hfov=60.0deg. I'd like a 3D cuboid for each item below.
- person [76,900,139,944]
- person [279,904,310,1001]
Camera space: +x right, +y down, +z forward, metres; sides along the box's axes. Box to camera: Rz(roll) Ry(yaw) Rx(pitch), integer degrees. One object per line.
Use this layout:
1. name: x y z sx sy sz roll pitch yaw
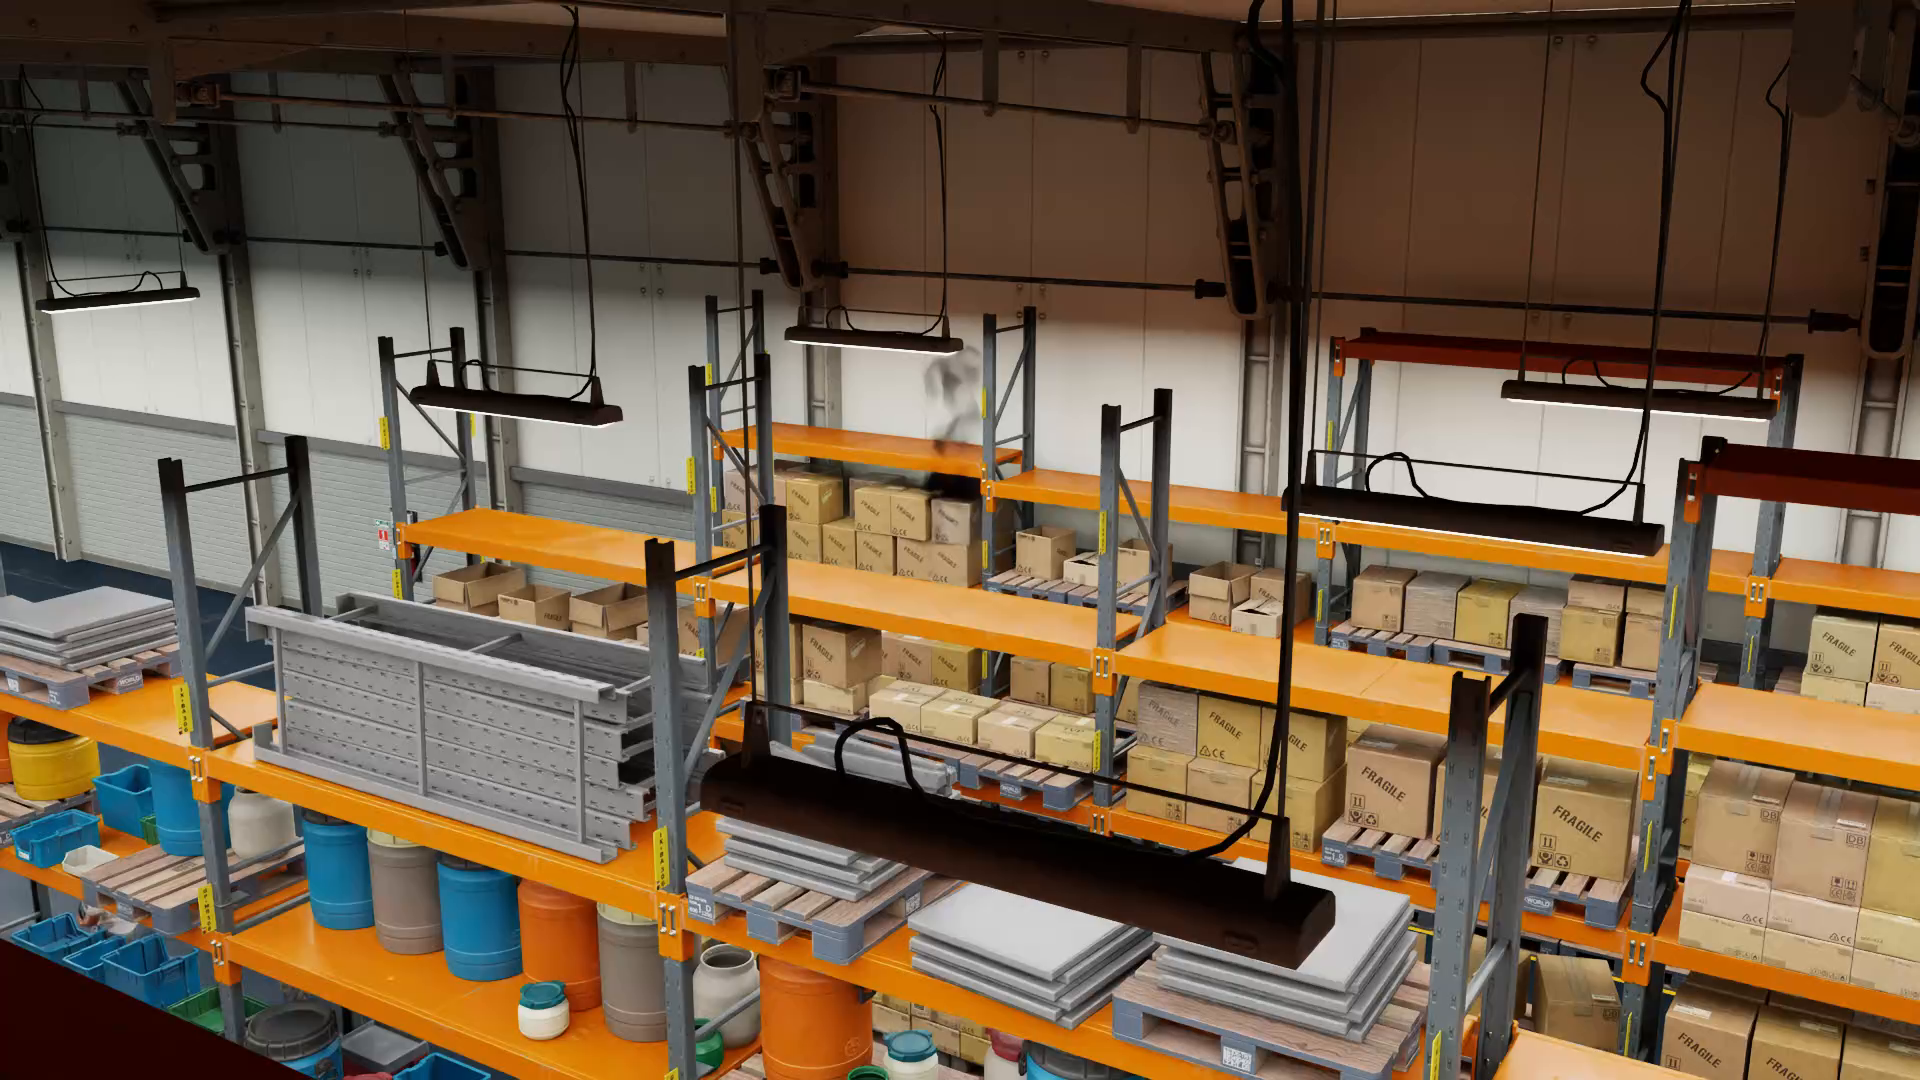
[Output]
1. person: -7.817 3.562 15.295 0.574 1.734 0.652 -2 14 -8
2. person: -5.713 3.855 14.375 0.673 1.615 0.507 10 17 34
